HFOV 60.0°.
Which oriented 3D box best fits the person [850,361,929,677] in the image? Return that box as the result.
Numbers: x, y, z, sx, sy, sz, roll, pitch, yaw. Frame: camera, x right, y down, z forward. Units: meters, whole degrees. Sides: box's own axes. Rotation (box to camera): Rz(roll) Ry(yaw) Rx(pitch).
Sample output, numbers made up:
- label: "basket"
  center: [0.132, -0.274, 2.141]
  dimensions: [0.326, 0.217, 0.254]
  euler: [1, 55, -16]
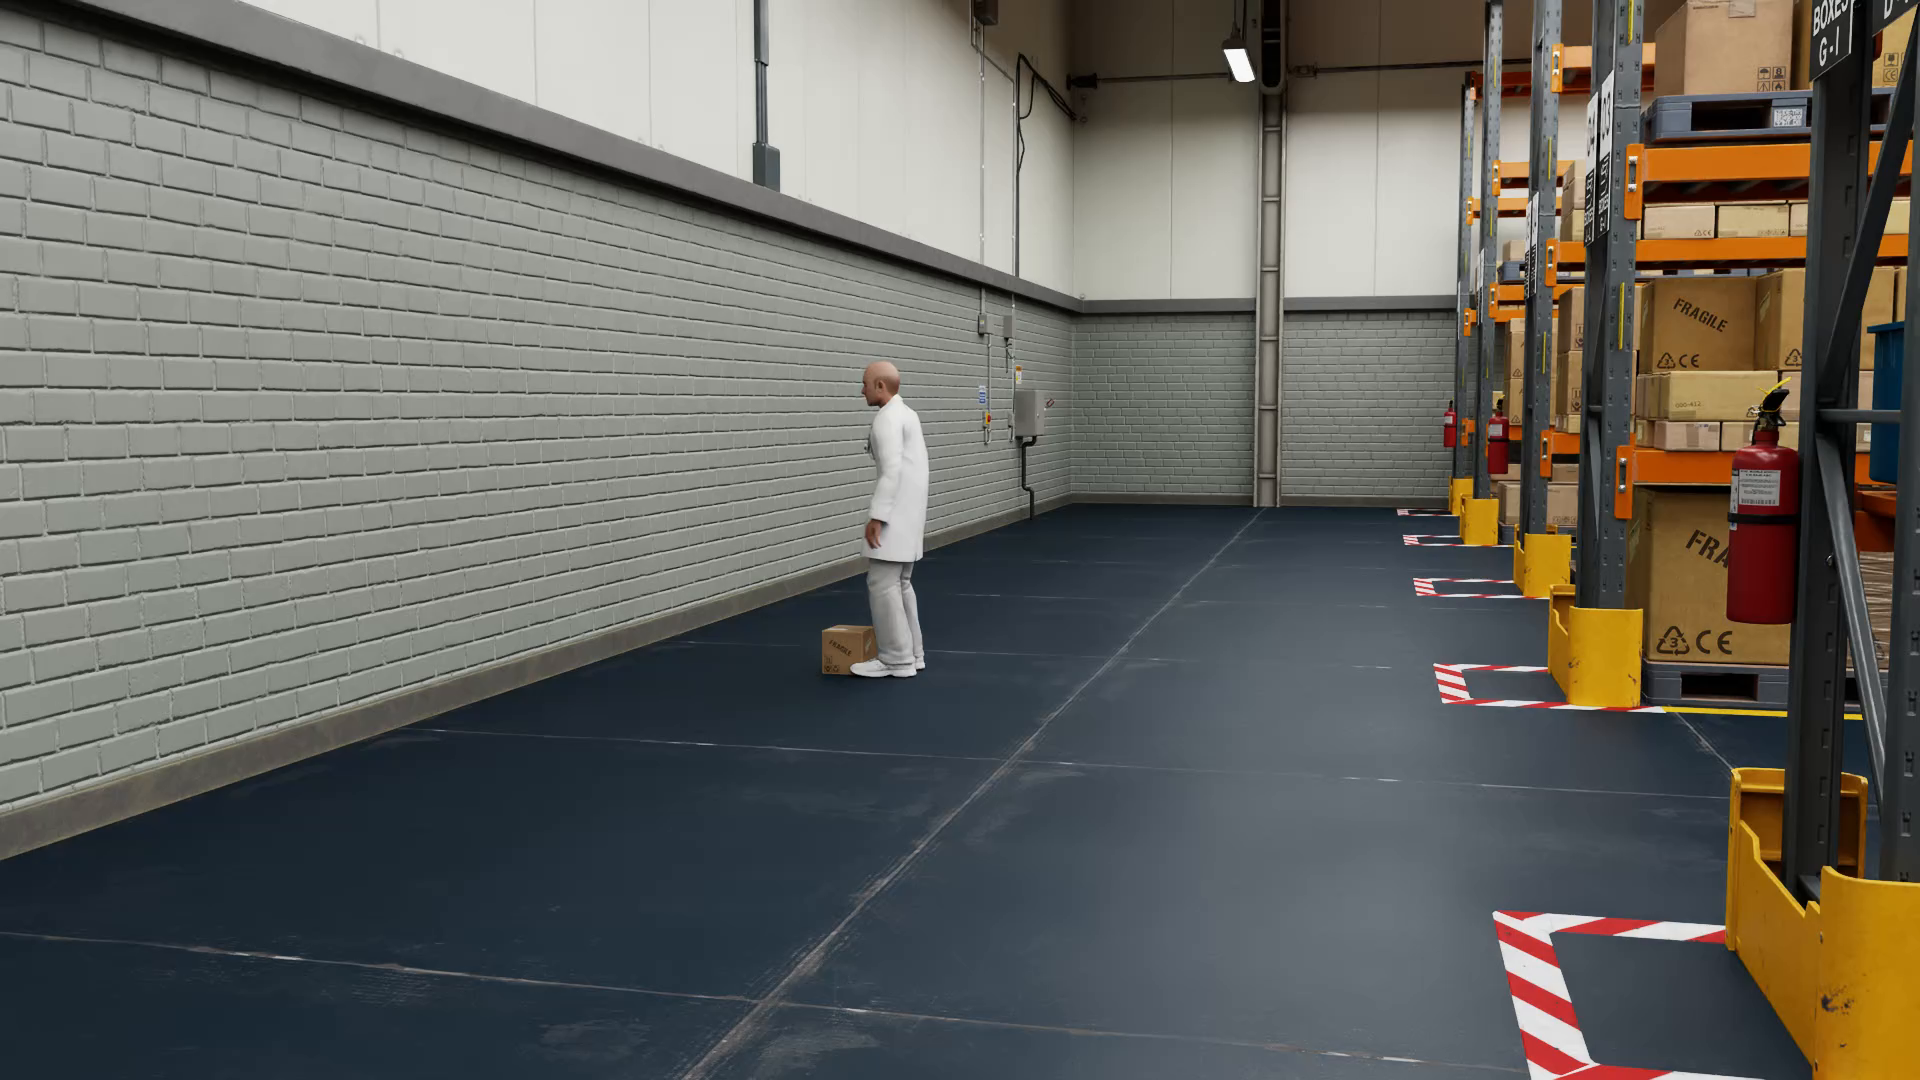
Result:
- label: "person"
  center: [-0.392, -0.121, 9.429]
  dimensions: [0.421, 1.774, 0.654]
  euler: [1, 5, 11]
